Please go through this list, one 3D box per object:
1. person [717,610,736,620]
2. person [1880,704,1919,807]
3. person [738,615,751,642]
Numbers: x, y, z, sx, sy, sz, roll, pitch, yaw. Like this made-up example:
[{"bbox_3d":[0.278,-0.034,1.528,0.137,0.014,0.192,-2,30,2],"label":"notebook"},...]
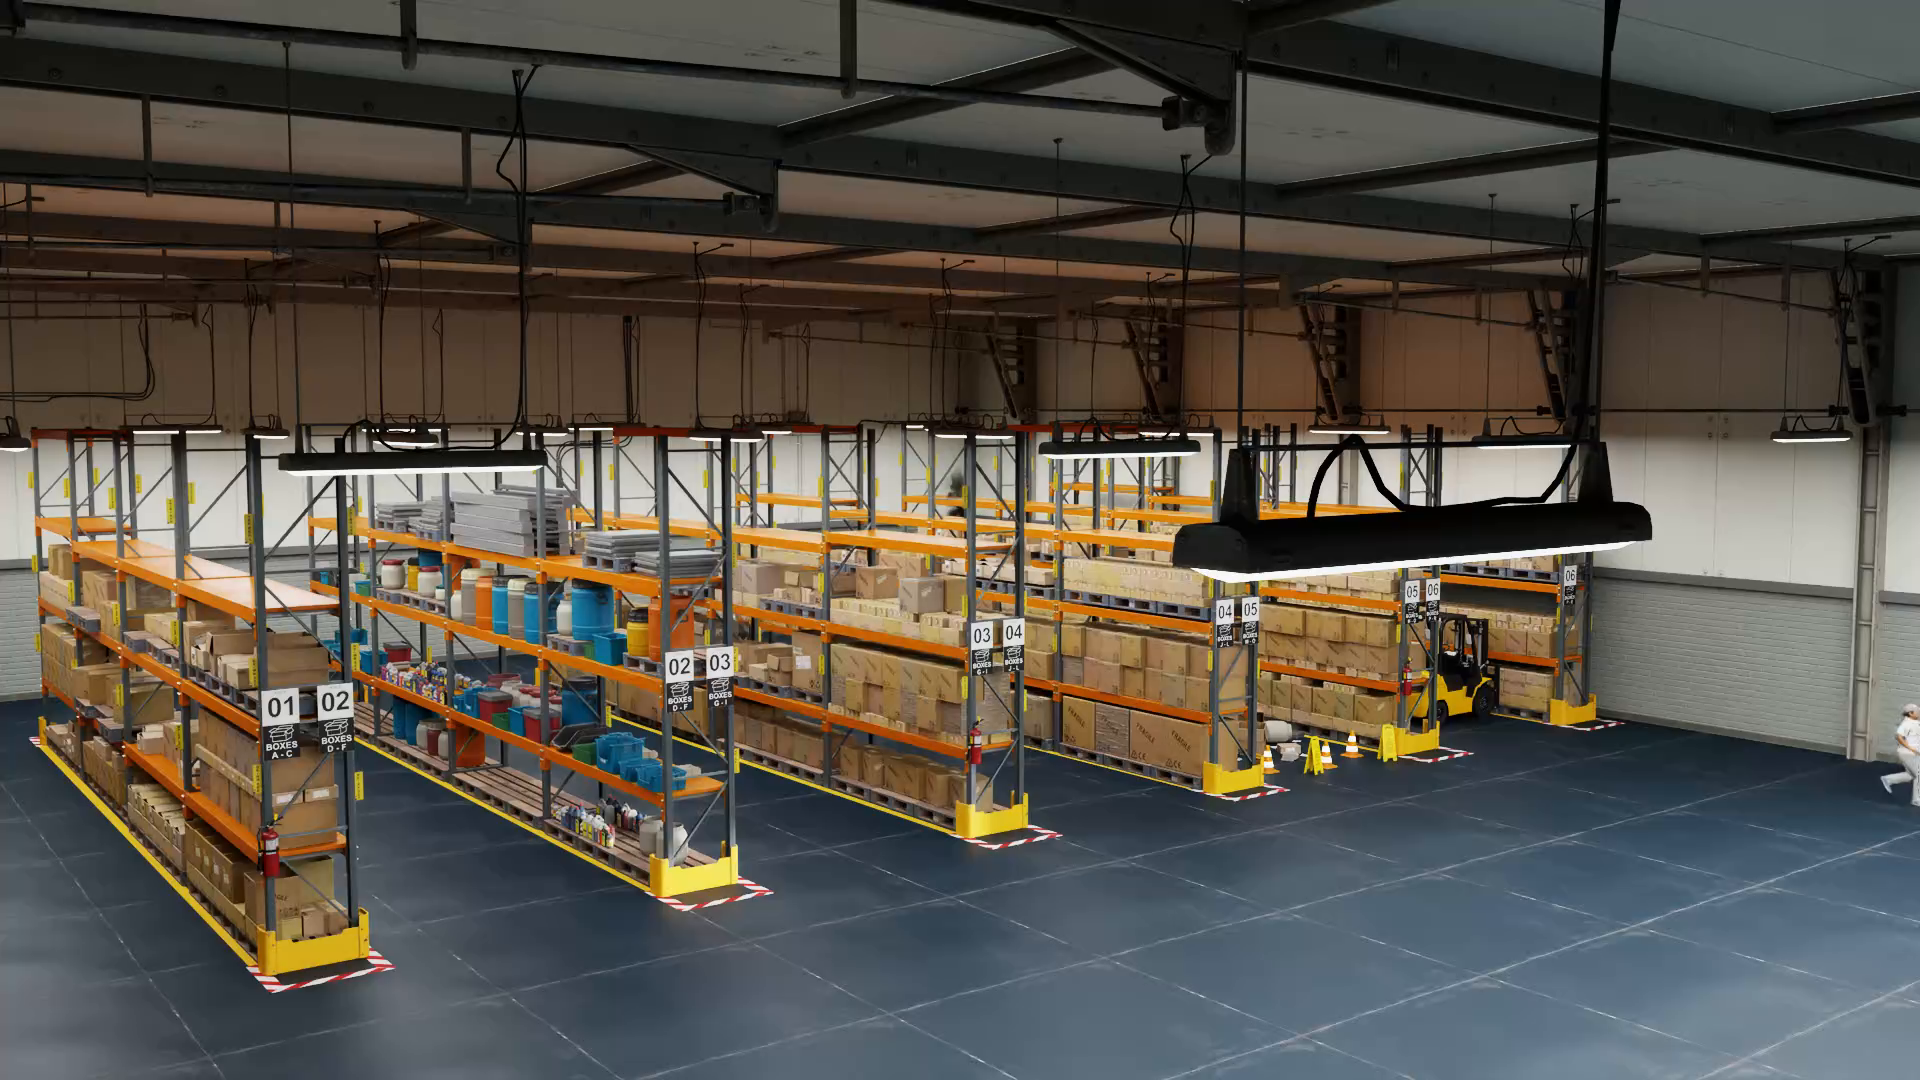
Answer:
[{"bbox_3d":[-5.809,2.311,41.068,0.579,1.605,0.707,4,6,45],"label":"person"},{"bbox_3d":[15.181,3.439,26.643,0.735,1.651,0.607,3,5,33],"label":"person"},{"bbox_3d":[-4.897,2.512,37.755,0.670,1.731,0.957,-3,6,-37],"label":"person"}]
